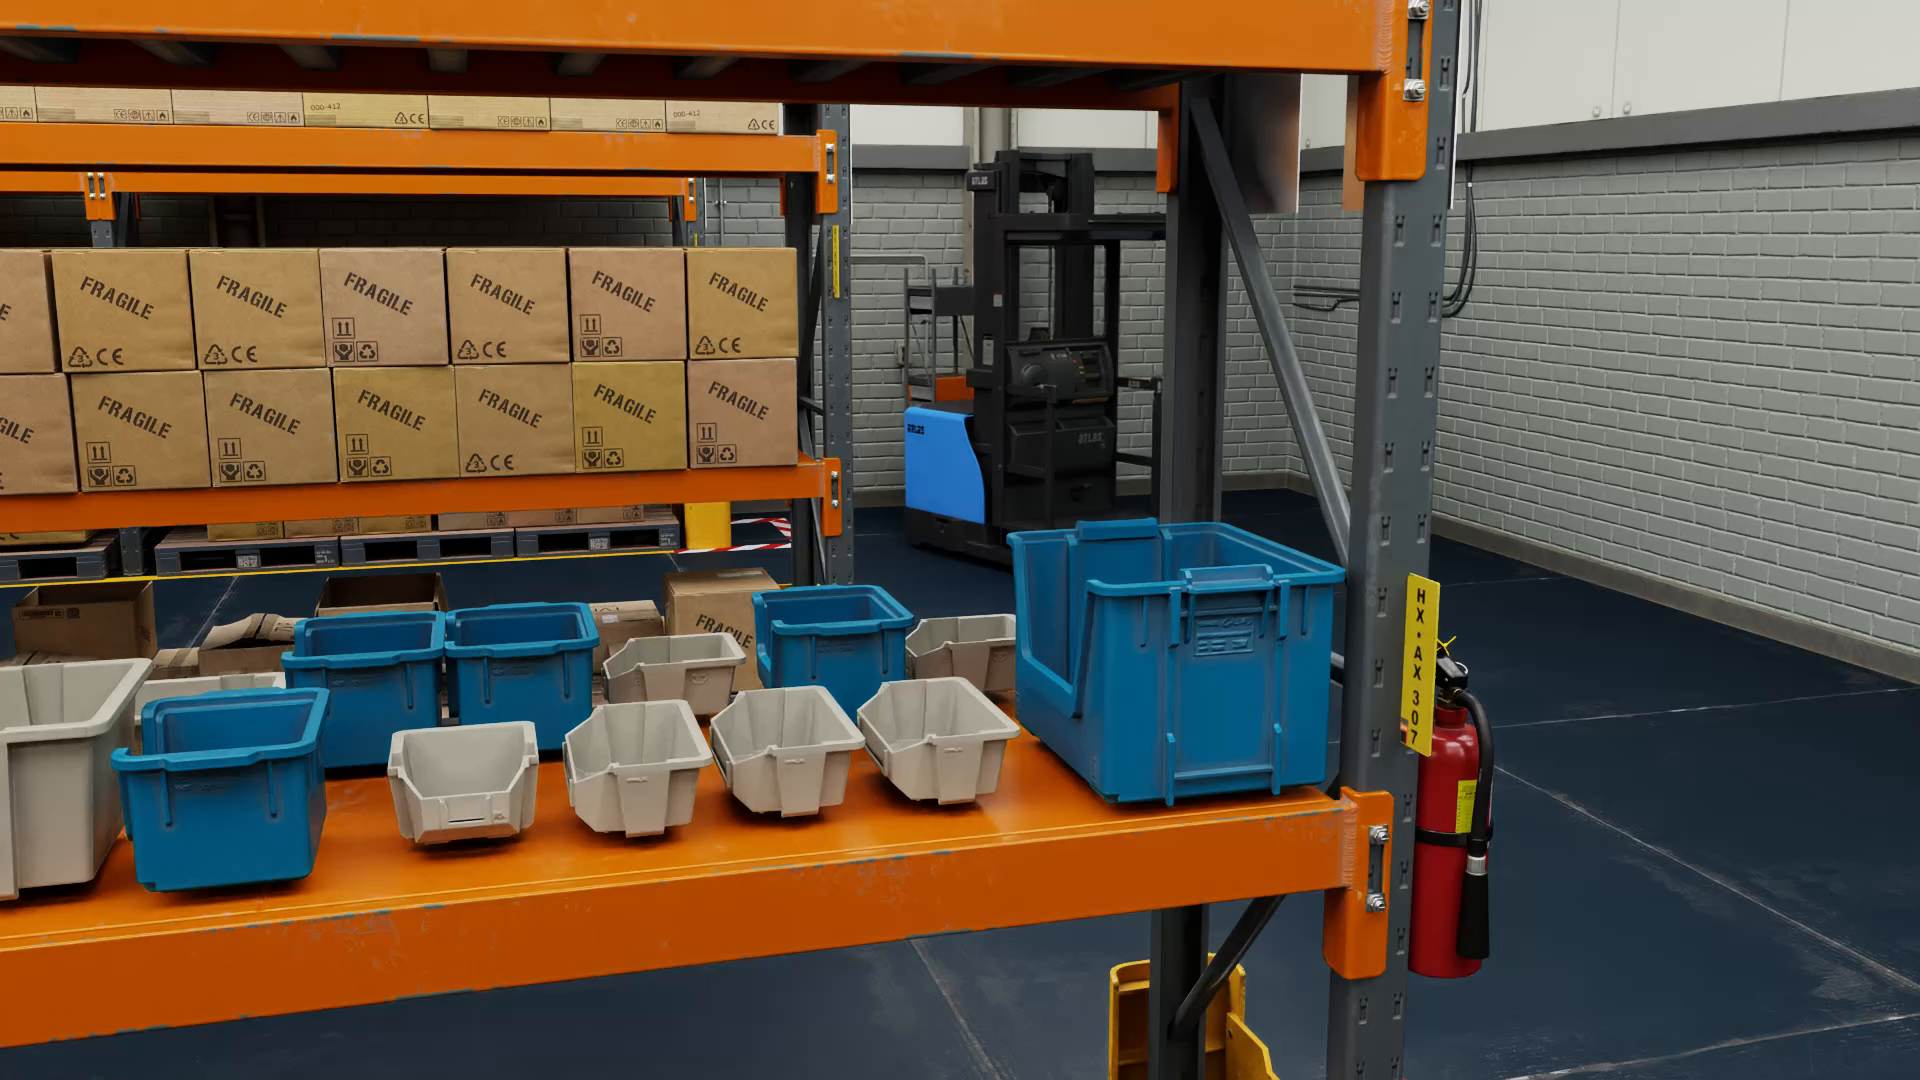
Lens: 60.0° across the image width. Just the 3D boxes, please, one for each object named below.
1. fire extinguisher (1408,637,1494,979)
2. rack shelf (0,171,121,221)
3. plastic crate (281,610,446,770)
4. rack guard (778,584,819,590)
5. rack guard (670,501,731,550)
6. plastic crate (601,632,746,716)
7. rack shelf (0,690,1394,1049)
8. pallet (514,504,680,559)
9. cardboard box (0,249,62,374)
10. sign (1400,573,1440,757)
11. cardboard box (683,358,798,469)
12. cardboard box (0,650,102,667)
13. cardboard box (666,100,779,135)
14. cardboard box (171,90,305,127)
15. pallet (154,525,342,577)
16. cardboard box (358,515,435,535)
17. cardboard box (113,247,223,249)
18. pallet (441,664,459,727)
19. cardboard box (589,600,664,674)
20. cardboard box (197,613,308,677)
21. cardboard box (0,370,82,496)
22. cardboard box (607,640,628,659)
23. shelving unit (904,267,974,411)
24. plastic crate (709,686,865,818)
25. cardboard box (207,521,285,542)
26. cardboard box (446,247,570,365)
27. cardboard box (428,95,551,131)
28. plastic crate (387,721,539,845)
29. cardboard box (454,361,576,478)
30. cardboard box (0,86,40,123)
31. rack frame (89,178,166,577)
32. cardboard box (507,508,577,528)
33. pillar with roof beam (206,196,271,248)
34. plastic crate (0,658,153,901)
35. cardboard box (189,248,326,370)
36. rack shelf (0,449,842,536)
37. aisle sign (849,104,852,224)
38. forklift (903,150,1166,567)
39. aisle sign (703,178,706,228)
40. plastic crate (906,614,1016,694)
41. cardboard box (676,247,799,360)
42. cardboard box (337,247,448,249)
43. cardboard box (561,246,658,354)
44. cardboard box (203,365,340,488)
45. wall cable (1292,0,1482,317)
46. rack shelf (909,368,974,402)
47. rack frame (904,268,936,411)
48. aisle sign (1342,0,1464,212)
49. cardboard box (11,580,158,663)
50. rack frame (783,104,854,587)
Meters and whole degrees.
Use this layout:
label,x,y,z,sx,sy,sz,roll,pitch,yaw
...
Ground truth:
label,x,y,z,sx,sy,sz,roll,pitch,yaw
fire extinguisher,0.949,0.508,3.247,0.183,0.674,0.296,-3,11,-16
rack shelf,-7.853,-2.325,11.093,4.000,0.370,1.077,-3,11,-16
plastic crate,-1.204,0.305,3.402,0.300,0.233,0.416,-3,11,-16
rack guard,-0.777,0.587,8.478,0.348,0.500,1.175,-3,11,-16
rack guard,-2.069,-0.279,13.182,0.348,0.500,1.175,-3,11,-16
plastic crate,-0.634,0.307,3.659,0.298,0.136,0.250,-3,11,-16
rack shelf,-1.243,0.670,3.109,4.000,0.370,1.077,-3,11,-16
pallet,-2.838,-0.082,12.908,1.213,0.211,1.003,-3,11,-16
cardboard box,-4.013,-0.960,6.937,0.500,0.500,0.500,-3,11,-14
sign,0.847,0.230,3.064,0.005,0.325,0.100,-3,11,-16
cardboard box,-1.058,-0.625,7.883,0.500,0.500,0.500,-3,11,-14
cardboard box,-4.081,0.678,7.287,0.500,0.311,0.500,-3,11,-16
cardboard box,-1.123,-1.976,7.624,0.500,0.250,0.500,-3,11,-16
cardboard box,-3.046,-1.877,7.084,0.500,0.250,0.500,-3,11,-16
pallet,-5.180,0.042,12.237,1.213,0.211,1.003,-3,11,-16
cardboard box,-4.209,-0.352,12.420,0.500,0.500,0.700,-3,11,-15
cardboard box,-3.640,-1.082,7.600,0.500,0.500,0.500,-3,11,-17
pallet,-2.711,0.831,7.952,1.213,0.211,1.003,-3,11,-16
cardboard box,-1.785,0.493,8.462,0.500,0.250,0.500,-3,11,-16
cardboard box,-3.356,0.546,8.007,0.500,0.311,0.500,-3,11,-16
cardboard box,-3.979,-0.471,7.046,0.500,0.500,0.500,-3,11,-14
cardboard box,-1.571,0.606,8.081,0.250,0.166,0.380,-3,11,-16
shelving unit,-0.118,-1.099,13.216,0.503,2.100,0.431,-8,13,-36
plastic crate,-0.337,0.400,3.151,0.243,0.136,0.396,-3,11,-16
cardboard box,-5.186,-0.302,12.146,0.500,0.500,0.700,-3,11,-15
cardboard box,-2.035,-1.064,7.504,0.500,0.500,0.500,-3,11,-14
cardboard box,-2.083,-1.925,7.347,0.500,0.250,0.500,-3,11,-16
plastic crate,-0.877,0.437,2.953,0.250,0.136,0.298,-3,11,-16
cardboard box,-2.035,-0.574,7.605,0.500,0.500,0.500,-3,11,-15
cardboard box,-4.008,-1.827,6.815,0.500,0.250,0.500,-3,11,-16
rack frame,-5.932,-1.305,11.849,0.127,3.000,1.000,-3,11,-16
cardboard box,-3.216,-0.406,12.713,0.500,0.500,0.700,-3,11,-16
pillar with roof beam,-4.299,-3.693,8.250,0.400,9.000,9.100,-3,11,-16
plastic crate,-1.646,0.401,2.745,0.530,0.282,0.437,-3,11,-16
cardboard box,-3.024,-1.012,7.220,0.500,0.500,0.500,-3,11,-18
rack shelf,-2.624,-0.191,7.788,4.000,0.370,1.077,-3,11,-16
aisle sign,-0.552,-1.875,7.766,0.004,0.787,0.394,-3,11,-16
forklift,0.849,-1.241,11.690,1.130,2.935,3.031,-8,13,-36
aisle sign,-1.939,-2.737,12.450,0.004,0.787,0.394,-3,11,-16
plastic crate,0.017,0.272,3.845,0.298,0.136,0.250,-3,11,-16
cardboard box,-1.054,-1.117,7.791,0.500,0.500,0.500,-3,11,-16
cardboard box,-2.672,-1.132,7.875,0.500,0.500,0.500,-3,11,-16
cardboard box,-1.703,-1.183,8.149,0.500,0.500,0.500,-3,11,-15
cardboard box,-3.007,-0.523,7.326,0.500,0.500,0.500,-3,11,-16
wall cable,3.439,-3.155,13.904,0.112,2.526,3.097,-3,11,-16
rack shelf,-0.118,-1.086,13.219,0.480,0.518,0.431,-8,13,-36
rack frame,-0.313,-1.072,13.072,0.015,2.100,0.400,-8,13,-36
aisle sign,0.828,-1.016,3.102,0.004,0.787,0.394,-3,11,-16
cardboard box,-4.076,0.491,7.784,0.500,0.500,0.500,-3,11,-16
rack frame,-0.704,-0.646,8.272,0.127,3.000,1.000,-3,11,-16
